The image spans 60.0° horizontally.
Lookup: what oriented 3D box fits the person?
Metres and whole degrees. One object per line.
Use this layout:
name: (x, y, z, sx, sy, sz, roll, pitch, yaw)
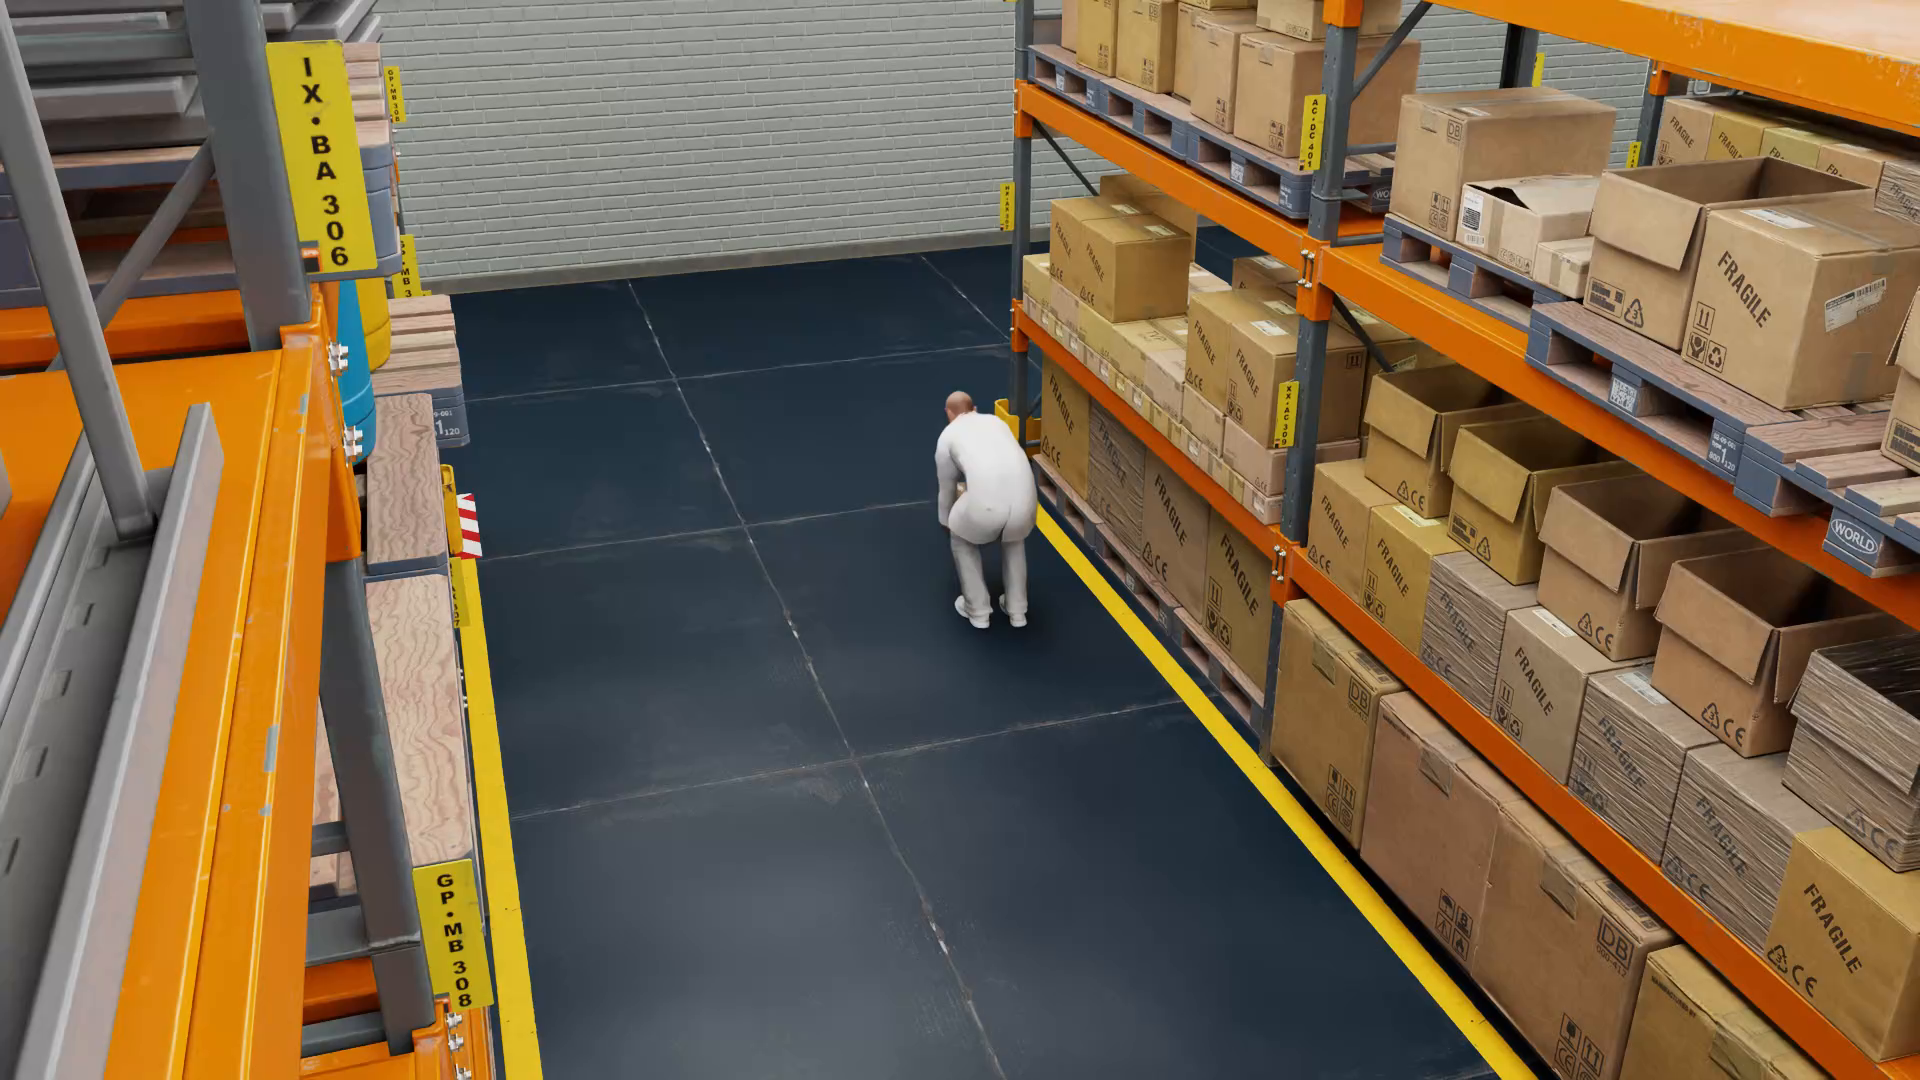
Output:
person: (0.139, -0.177, 10.057, 0.562, 1.285, 0.909, -9, 27, -18)
